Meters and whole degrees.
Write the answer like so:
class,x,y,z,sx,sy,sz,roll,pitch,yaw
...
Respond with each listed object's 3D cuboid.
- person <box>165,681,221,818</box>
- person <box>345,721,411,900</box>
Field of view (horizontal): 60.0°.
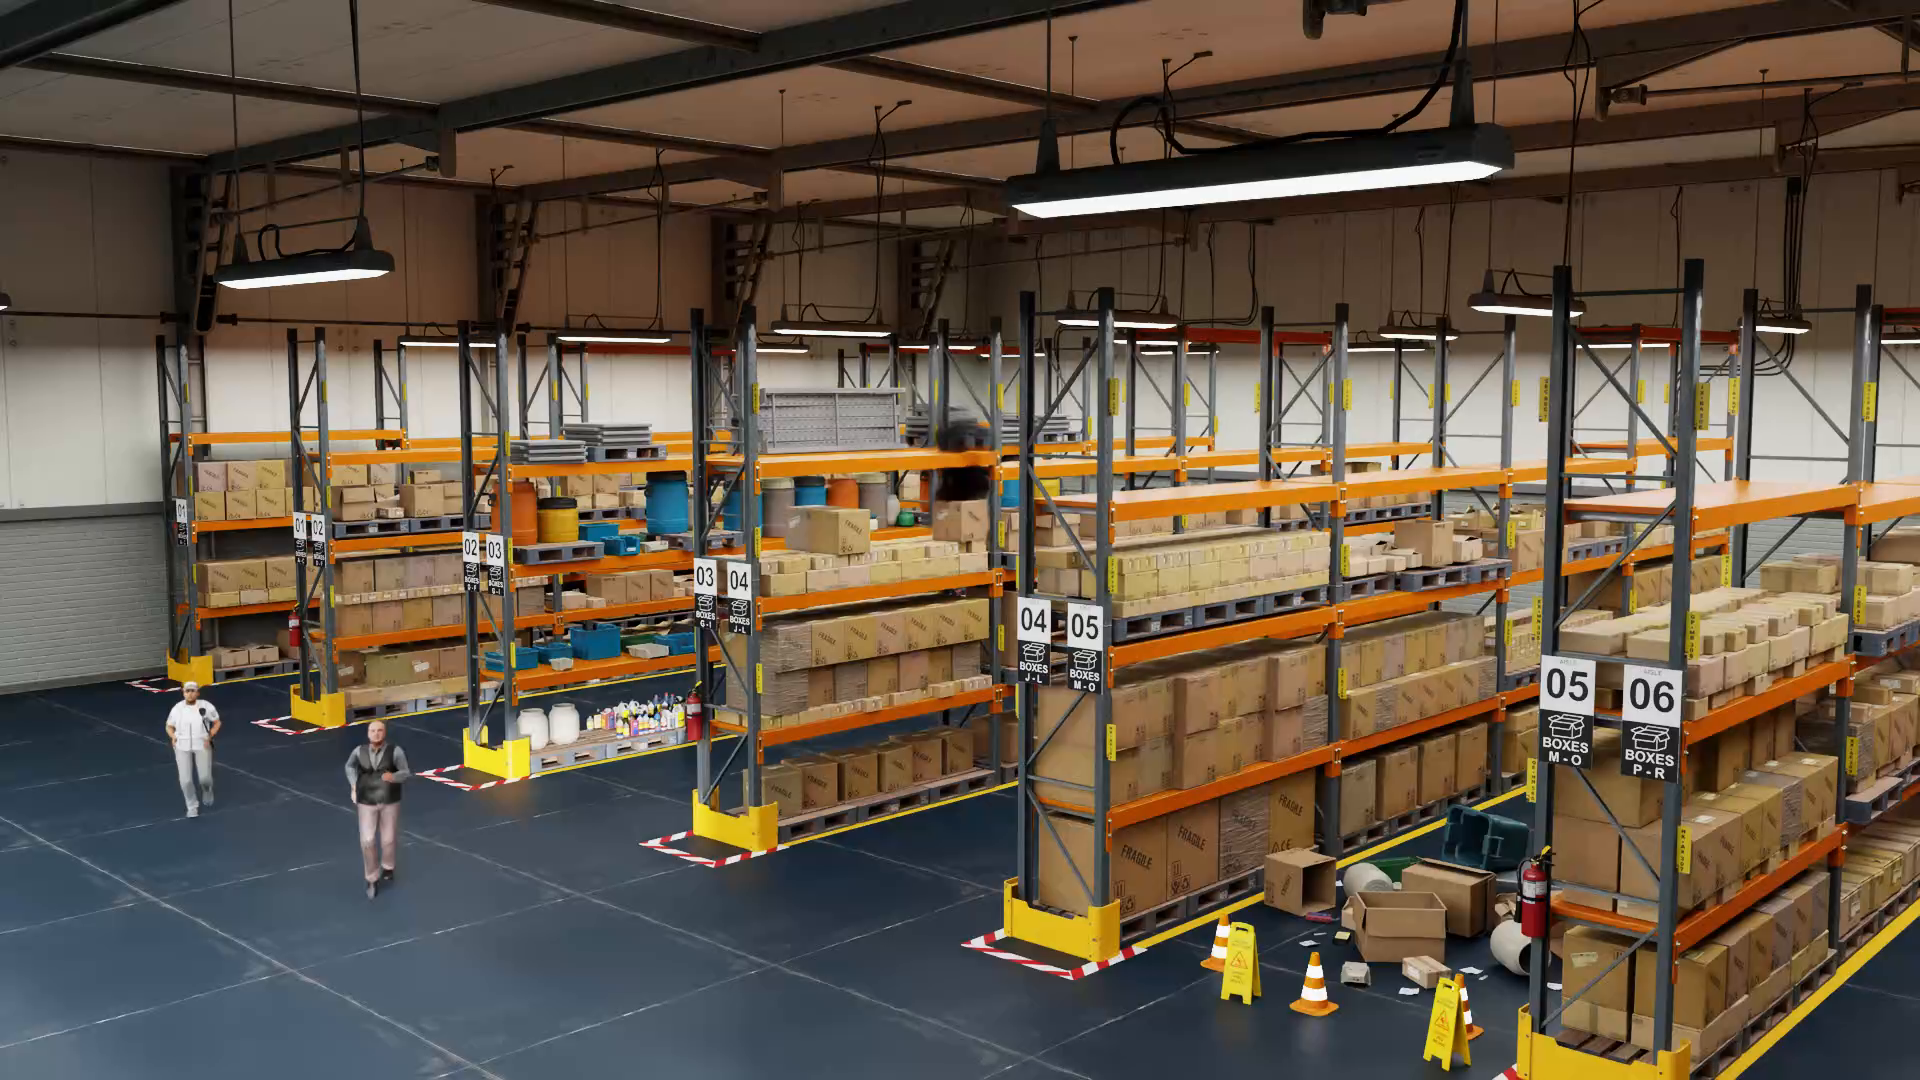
class,x,y,z,sx,sy,sz,roll,pitch,yaw
person,-9.182,2.491,19.916,0.604,1.617,0.575,-2,6,-19
person,-5.916,2.726,16.926,0.639,1.781,0.724,-2,6,-18
